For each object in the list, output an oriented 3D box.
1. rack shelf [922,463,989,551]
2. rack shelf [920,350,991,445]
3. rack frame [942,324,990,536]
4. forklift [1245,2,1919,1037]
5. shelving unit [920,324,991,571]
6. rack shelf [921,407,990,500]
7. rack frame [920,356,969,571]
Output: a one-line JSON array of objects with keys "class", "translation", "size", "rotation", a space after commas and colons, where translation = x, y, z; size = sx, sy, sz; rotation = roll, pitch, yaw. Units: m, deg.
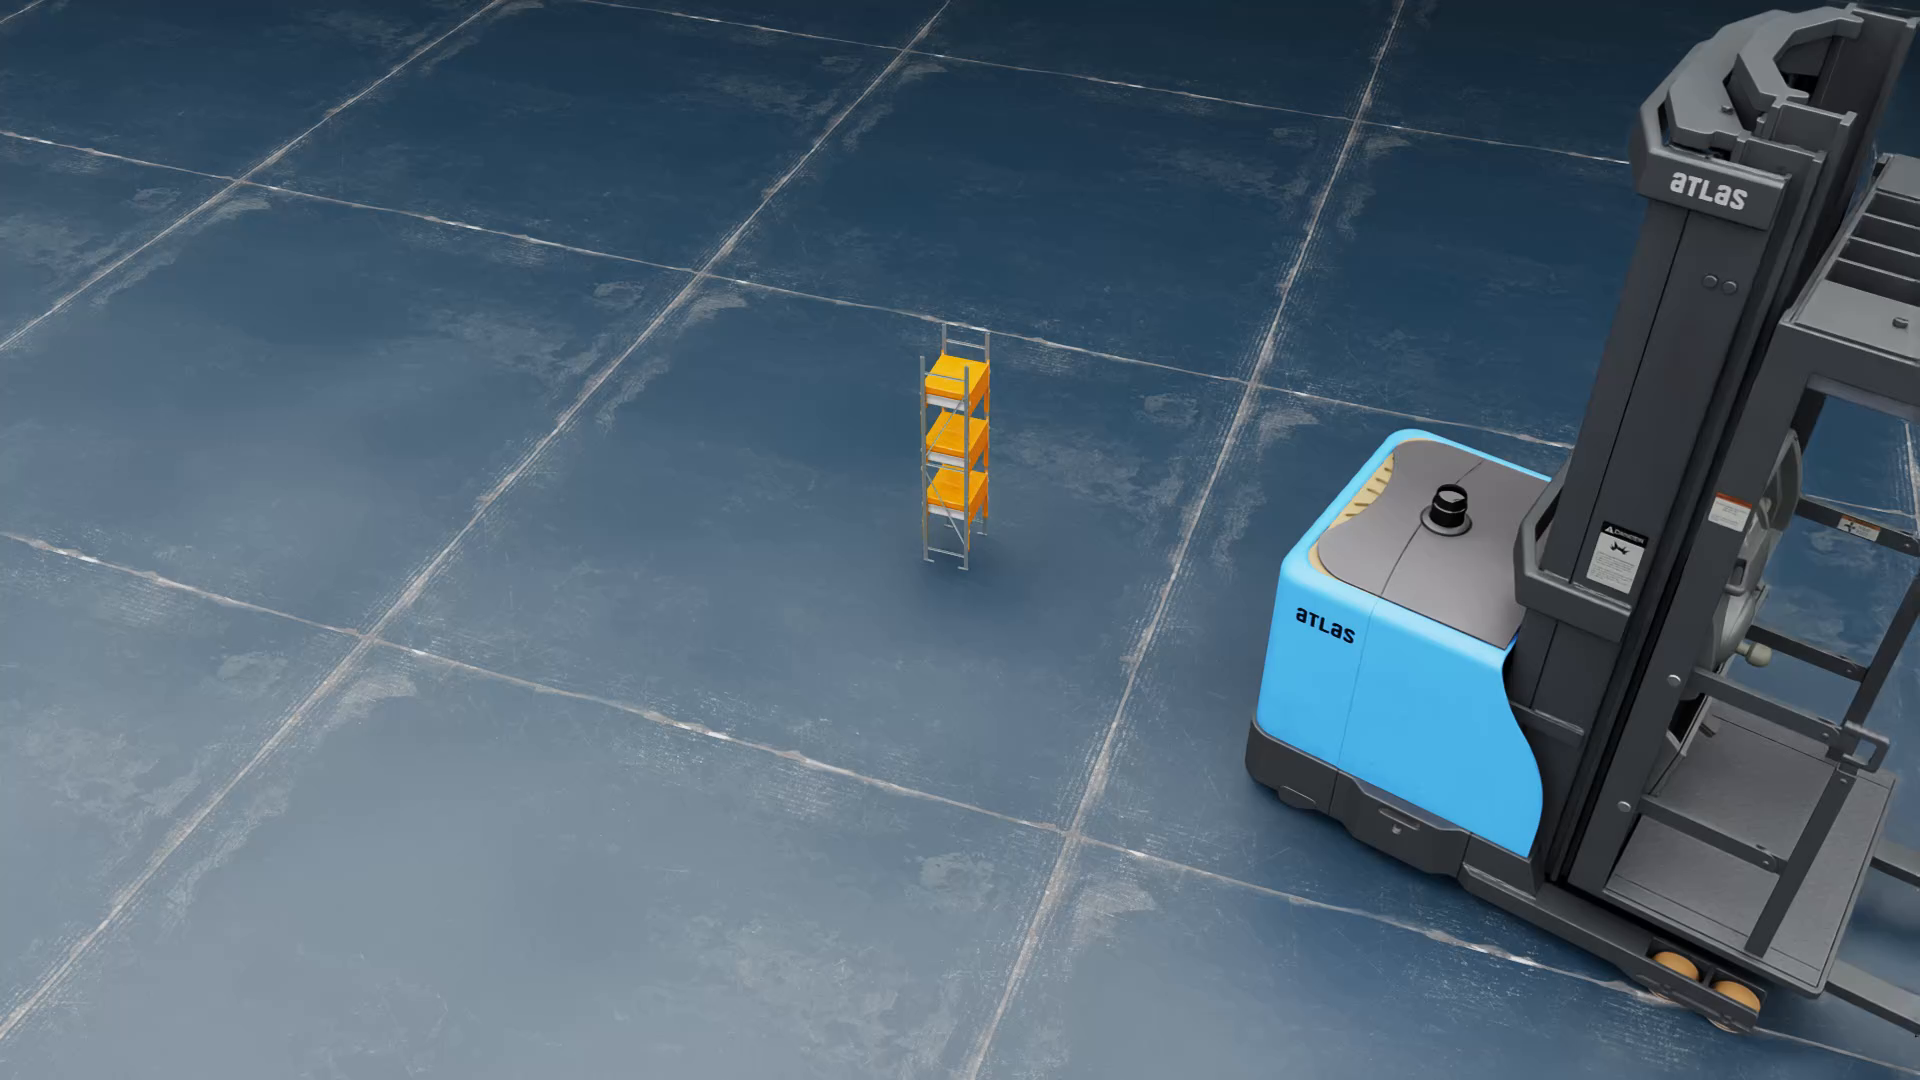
[{"class": "rack shelf", "translation": [-0.018, -0.147, 7.058], "size": [0.215, 0.259, 0.240], "rotation": [13, 42, 15]}, {"class": "rack shelf", "translation": [-0.018, -0.575, 6.694], "size": [0.215, 0.259, 0.240], "rotation": [13, 42, 15]}, {"class": "rack frame", "translation": [0.023, -0.441, 6.958], "size": [0.200, 1.050, 0.008], "rotation": [13, 42, 15]}, {"class": "forklift", "translation": [2.551, 0.081, 4.897], "size": [3.031, 2.935, 1.130], "rotation": [25, 46, 26]}, {"class": "shelving unit", "translation": [-0.018, -0.367, 6.871], "size": [0.215, 1.050, 0.252], "rotation": [13, 42, 15]}, {"class": "rack shelf", "translation": [-0.018, -0.359, 6.878], "size": [0.215, 0.259, 0.240], "rotation": [13, 42, 15]}, {"class": "rack frame", "translation": [-0.060, -0.292, 6.784], "size": [0.200, 1.050, 0.008], "rotation": [13, 42, 15]}]
